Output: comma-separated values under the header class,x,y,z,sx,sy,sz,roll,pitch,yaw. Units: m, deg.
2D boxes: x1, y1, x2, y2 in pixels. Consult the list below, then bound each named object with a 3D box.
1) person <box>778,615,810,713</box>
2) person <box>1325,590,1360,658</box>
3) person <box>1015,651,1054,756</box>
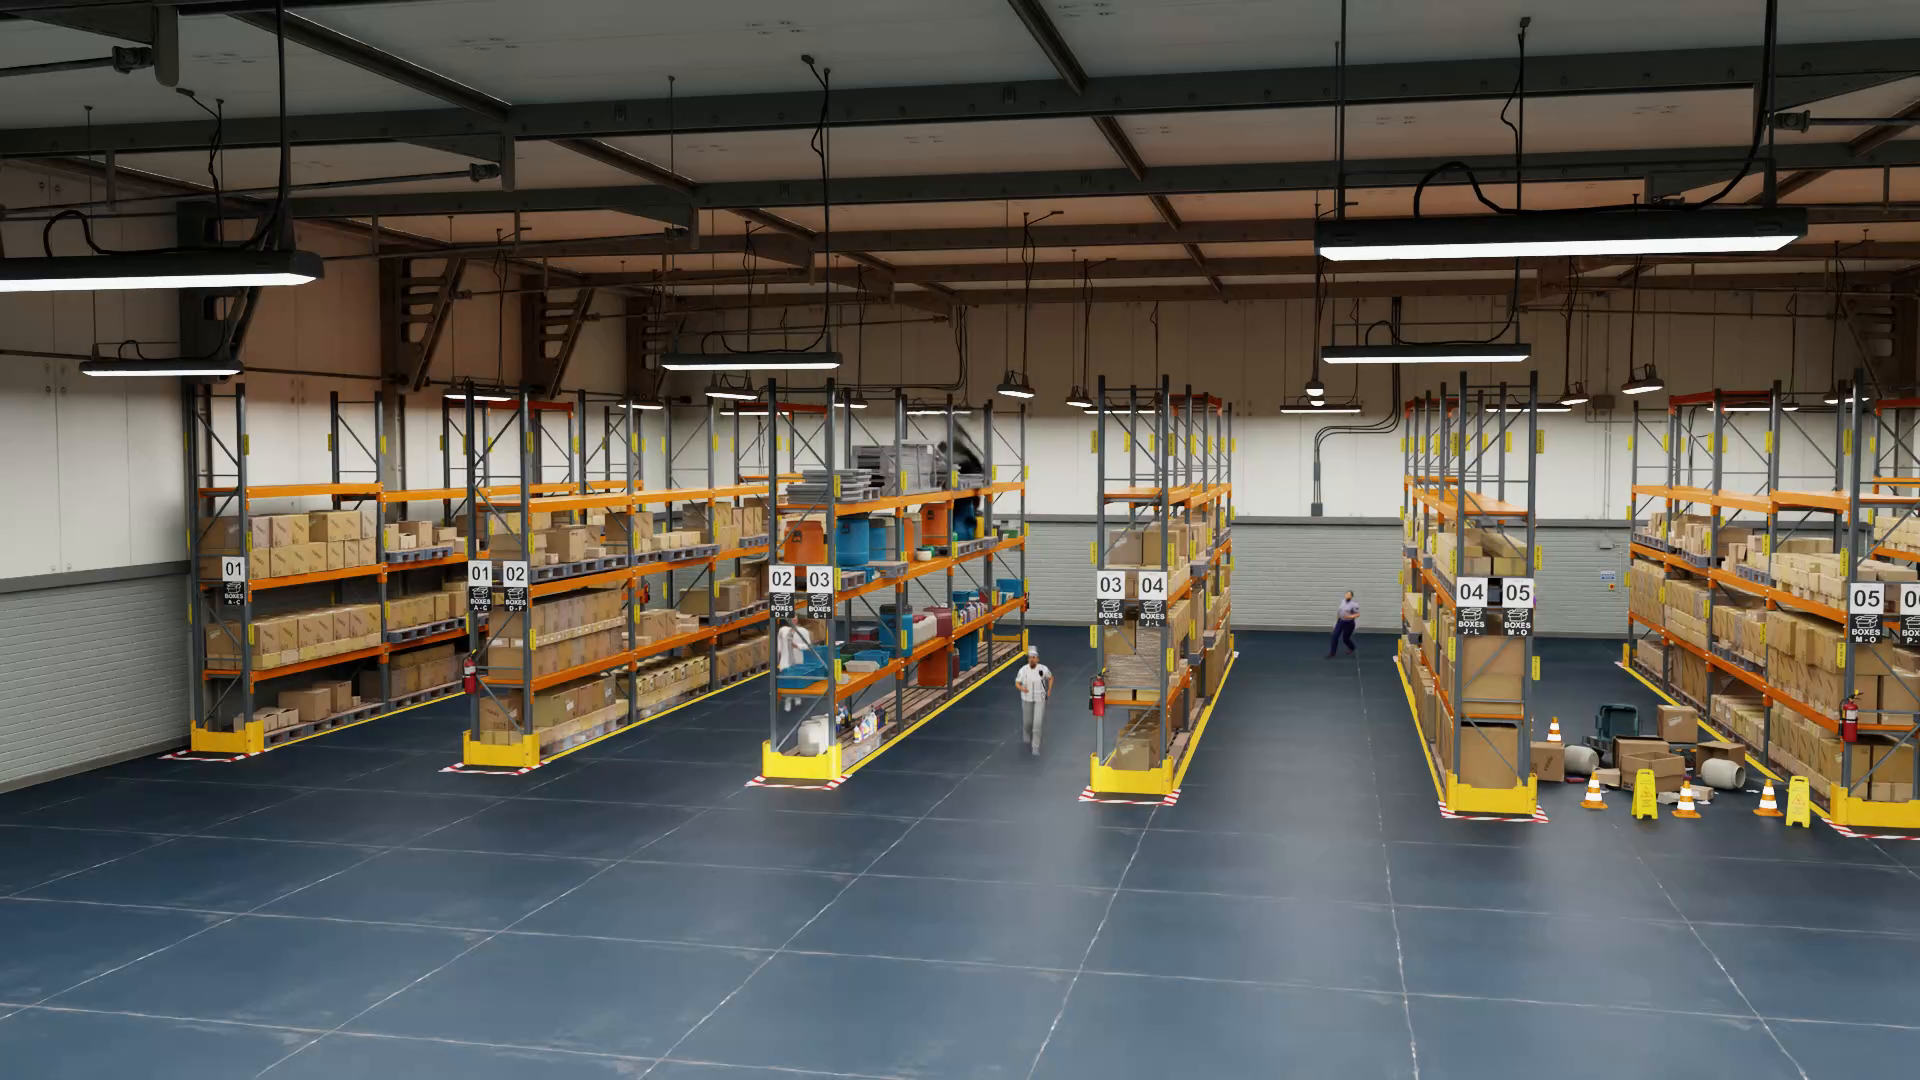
class,x,y,z,sx,sy,sz,roll,pitch,yaw
person,-3.155,2.361,31.456,0.666,1.753,0.937,0,3,1
person,9.062,1.966,38.932,0.862,1.595,0.671,-3,4,-43
person,1.215,2.629,27.163,0.615,1.677,0.914,0,3,7
